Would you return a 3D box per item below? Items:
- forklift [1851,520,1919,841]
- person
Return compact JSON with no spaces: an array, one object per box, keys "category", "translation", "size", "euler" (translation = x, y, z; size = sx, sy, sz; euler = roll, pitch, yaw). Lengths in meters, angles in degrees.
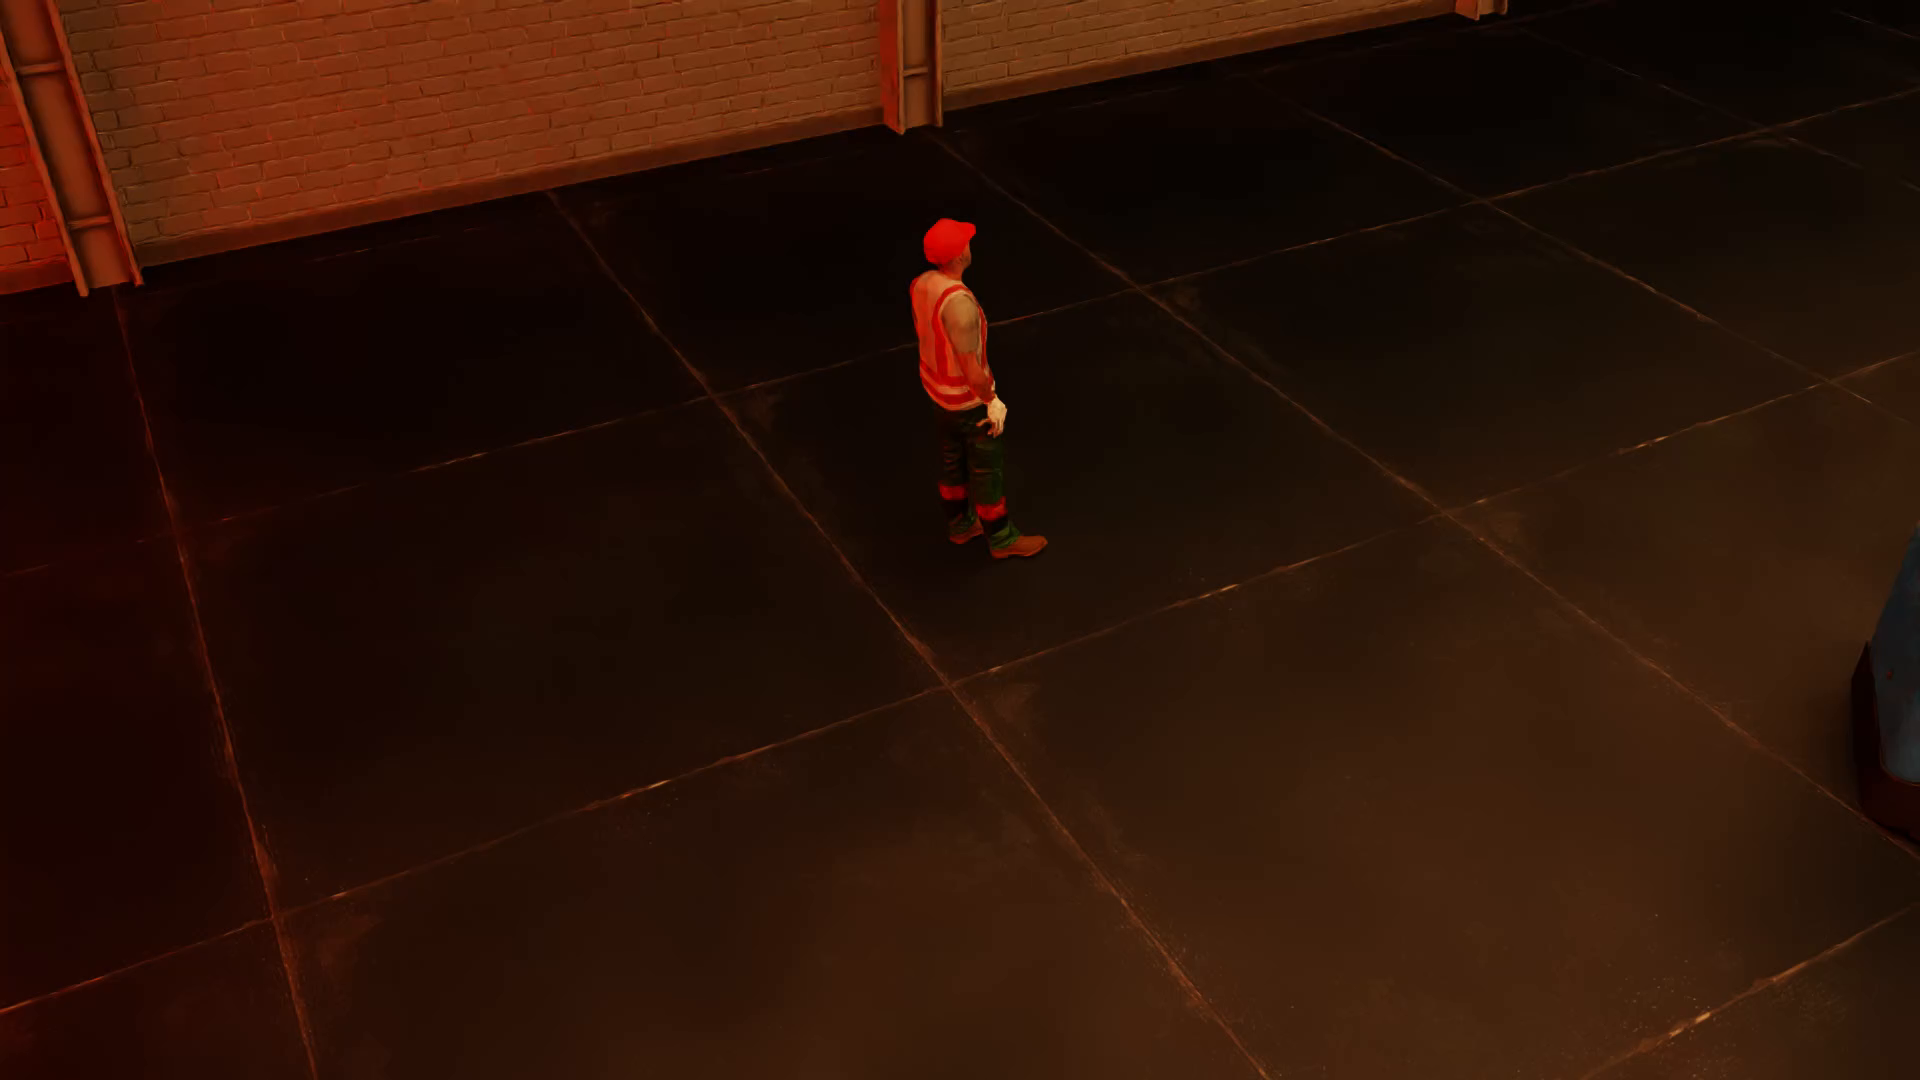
[{"category":"forklift","translation":[5.346,0.052,6.050],"size":[3.031,2.935,1.130],"euler":[12,37,17]},{"category":"person","translation":[0.076,-0.753,8.165],"size":[0.563,1.787,0.637],"euler":[-17,39,-23]}]
